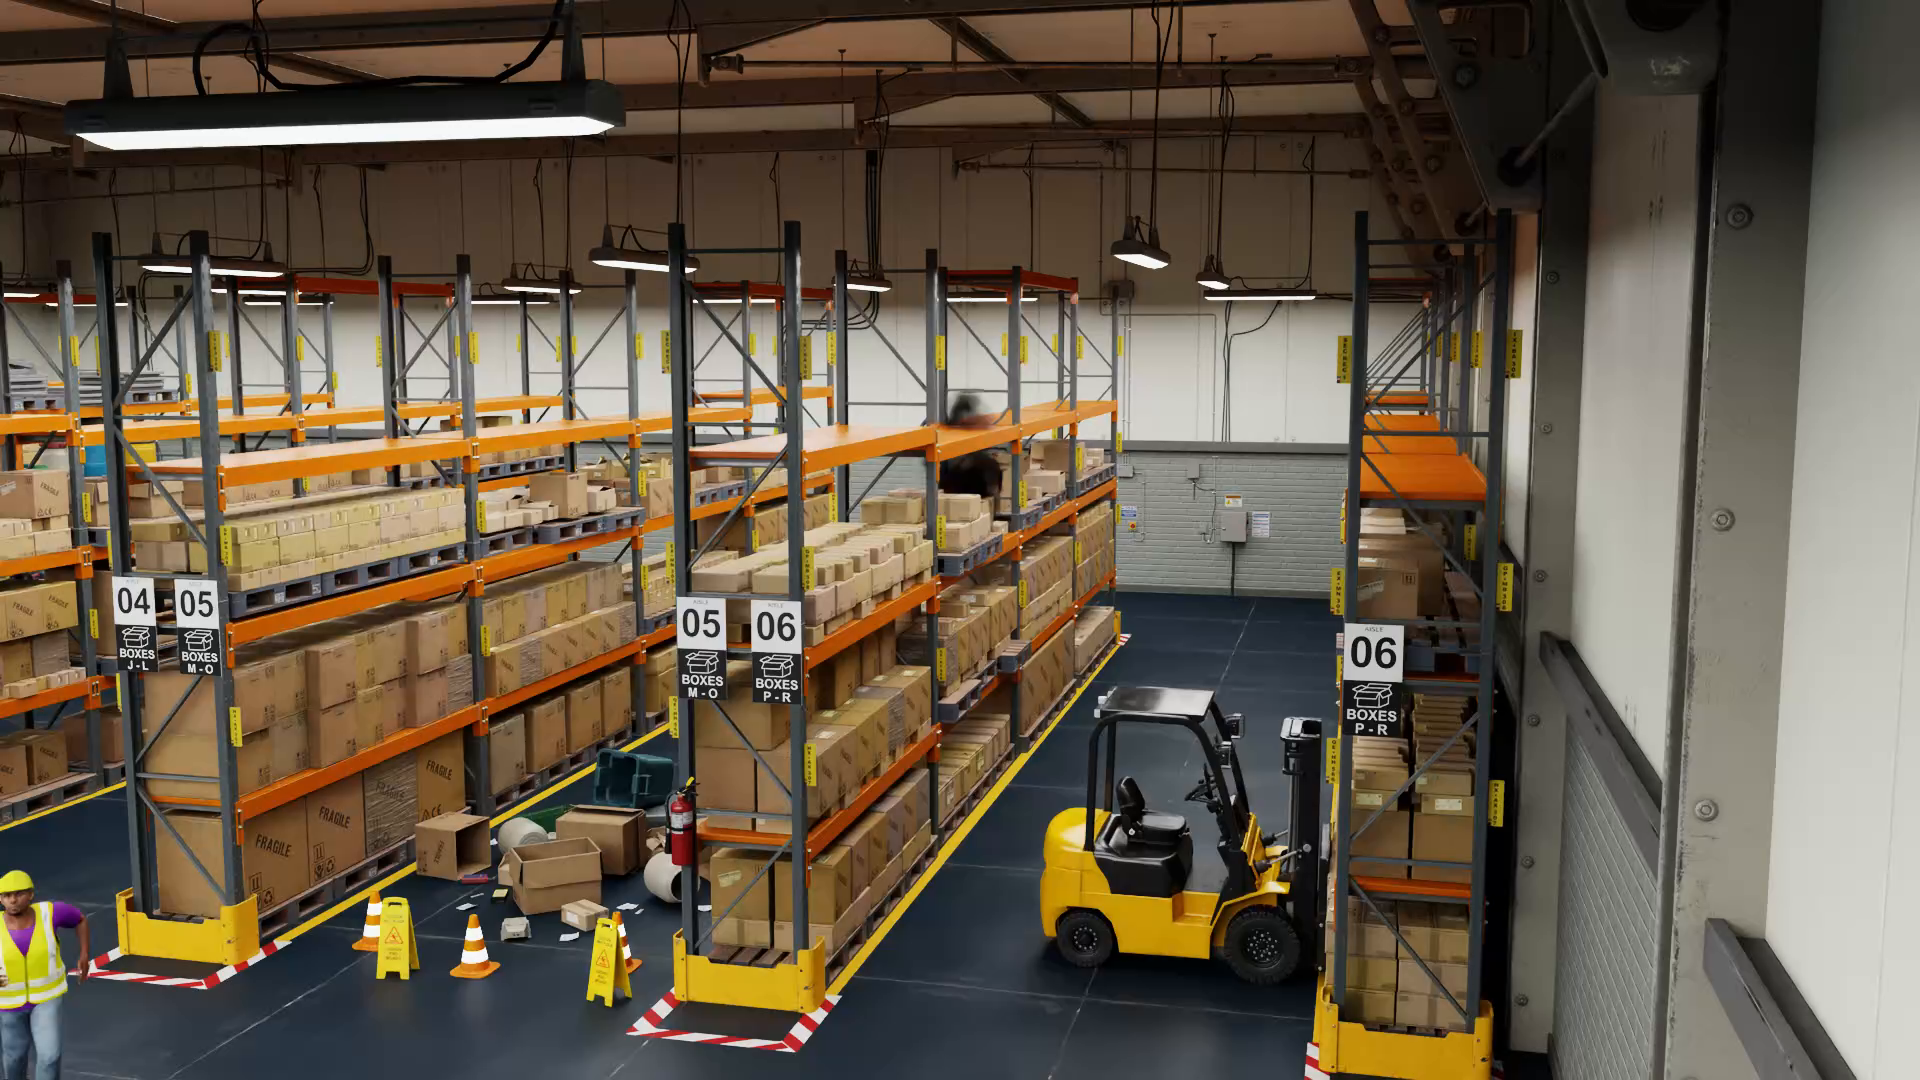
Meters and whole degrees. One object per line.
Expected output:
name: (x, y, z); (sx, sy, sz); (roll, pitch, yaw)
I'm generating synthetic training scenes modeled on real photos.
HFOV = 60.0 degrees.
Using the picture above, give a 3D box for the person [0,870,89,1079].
person: (-6.016, 2.990, 10.765); (0.710, 1.812, 0.905); (-3, 8, -26)
